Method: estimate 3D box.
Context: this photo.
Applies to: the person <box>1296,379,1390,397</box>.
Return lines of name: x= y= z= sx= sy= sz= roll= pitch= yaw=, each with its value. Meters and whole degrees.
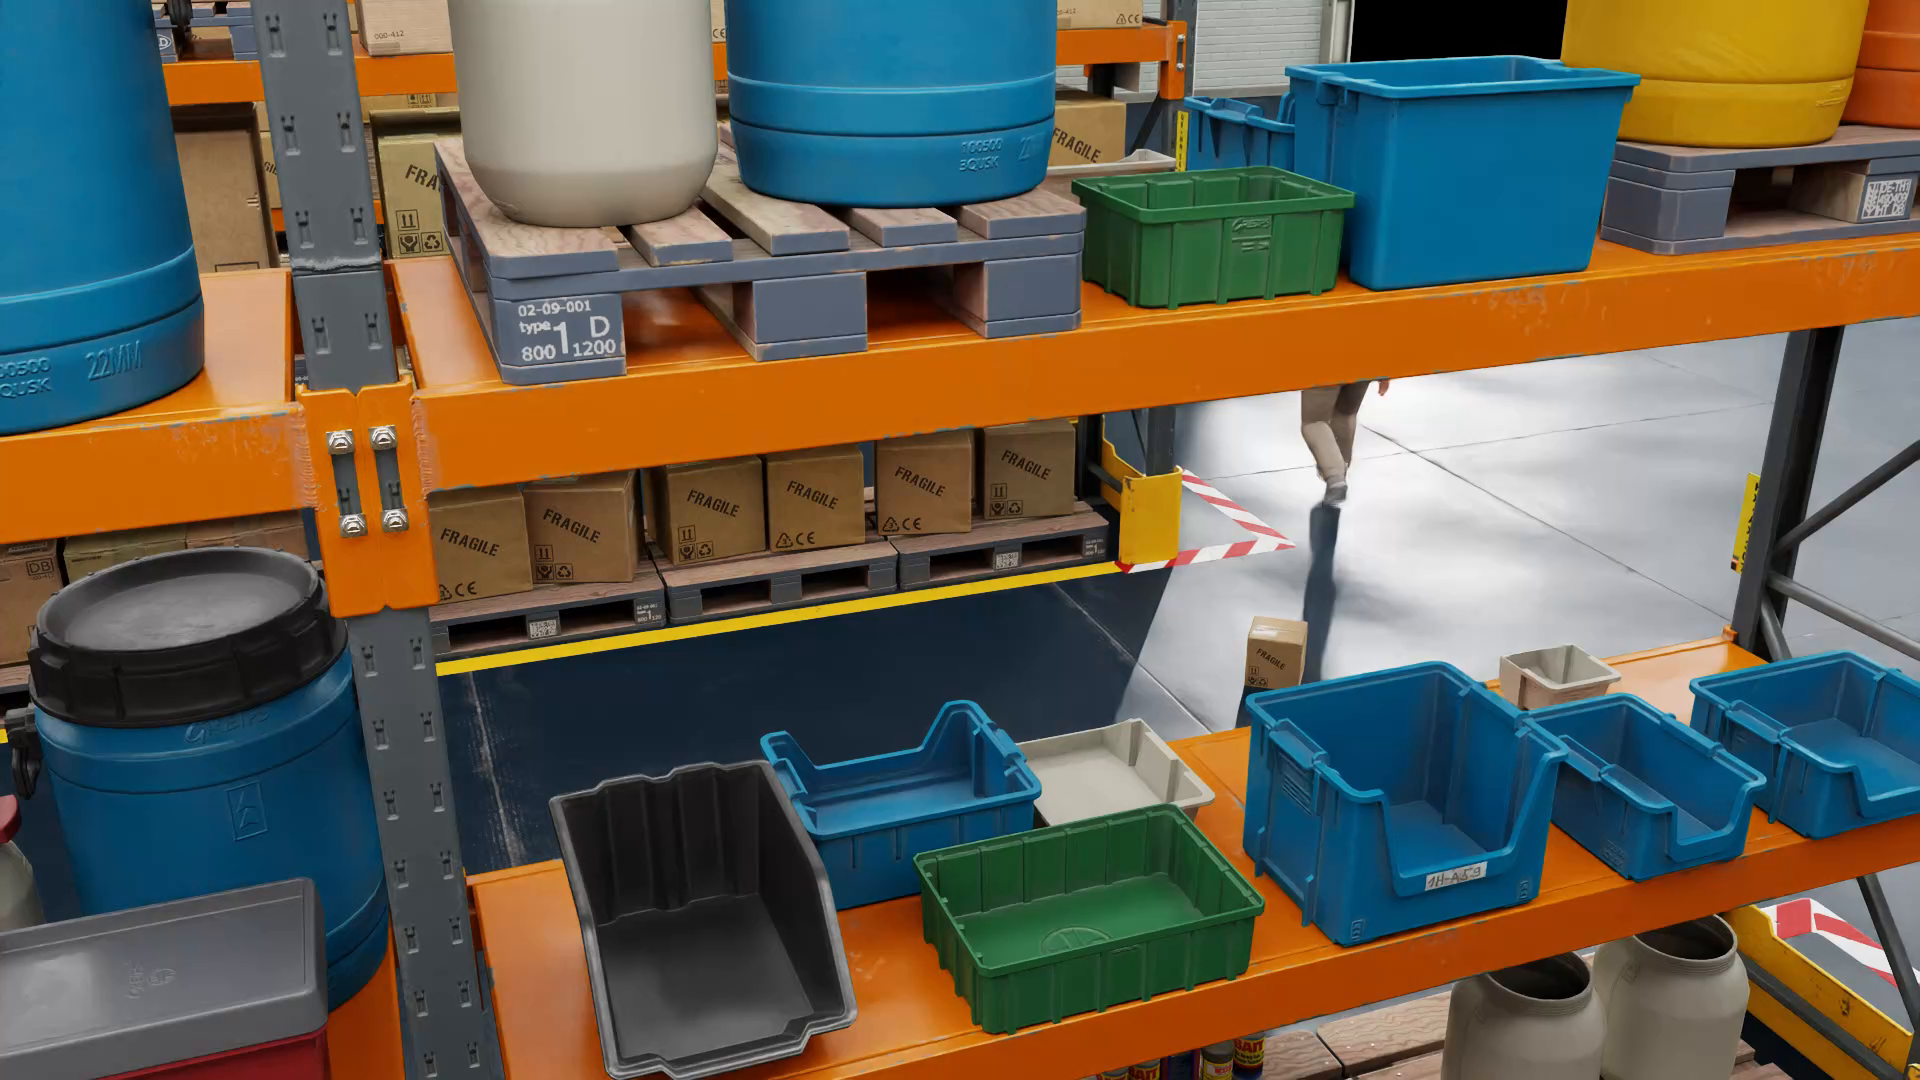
person: x=2.182 y=-1.339 z=9.499 sx=0.567 sy=1.041 sz=0.339 roll=-3 pitch=23 yaw=-6
